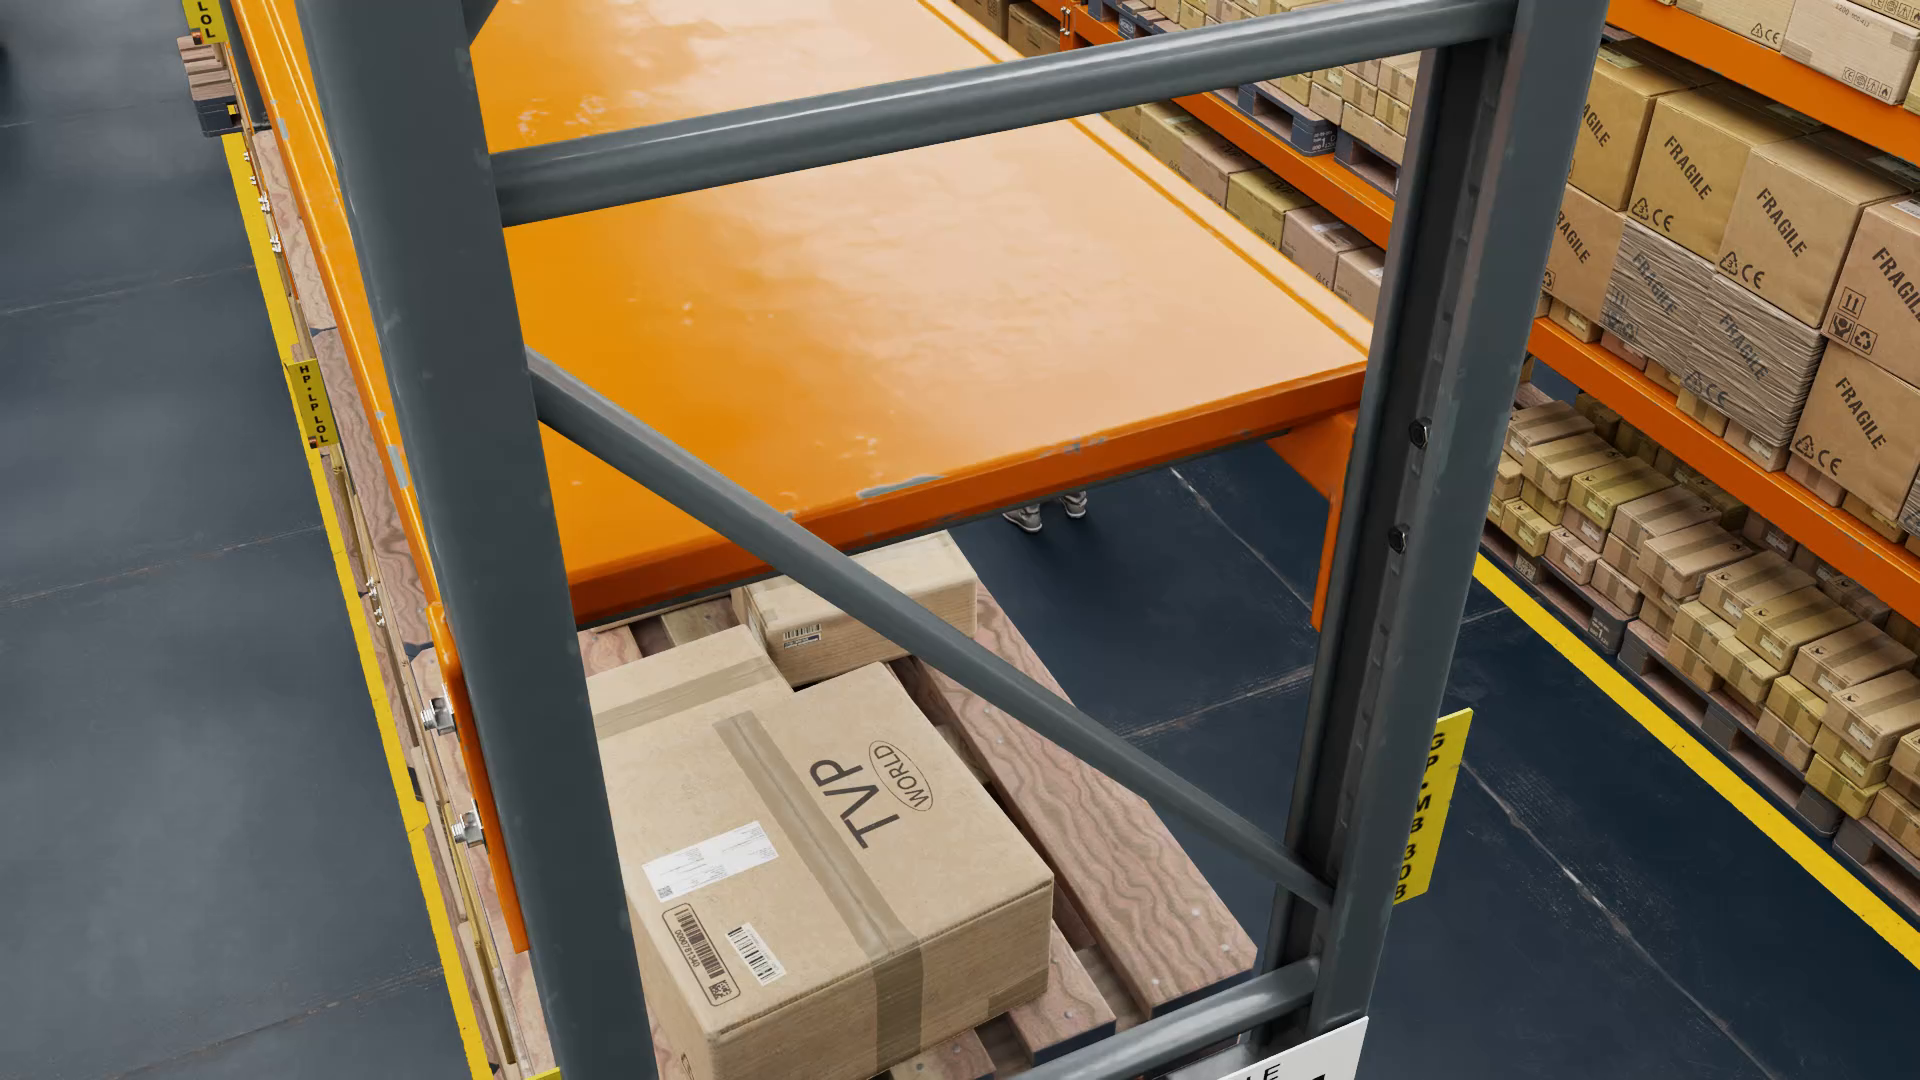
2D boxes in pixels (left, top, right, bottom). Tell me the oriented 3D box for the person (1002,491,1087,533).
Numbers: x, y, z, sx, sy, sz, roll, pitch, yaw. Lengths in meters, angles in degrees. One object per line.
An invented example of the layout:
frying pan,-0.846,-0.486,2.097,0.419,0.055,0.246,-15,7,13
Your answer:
person,0.408,-0.774,7.861,0.543,1.662,0.376,-18,41,-22
